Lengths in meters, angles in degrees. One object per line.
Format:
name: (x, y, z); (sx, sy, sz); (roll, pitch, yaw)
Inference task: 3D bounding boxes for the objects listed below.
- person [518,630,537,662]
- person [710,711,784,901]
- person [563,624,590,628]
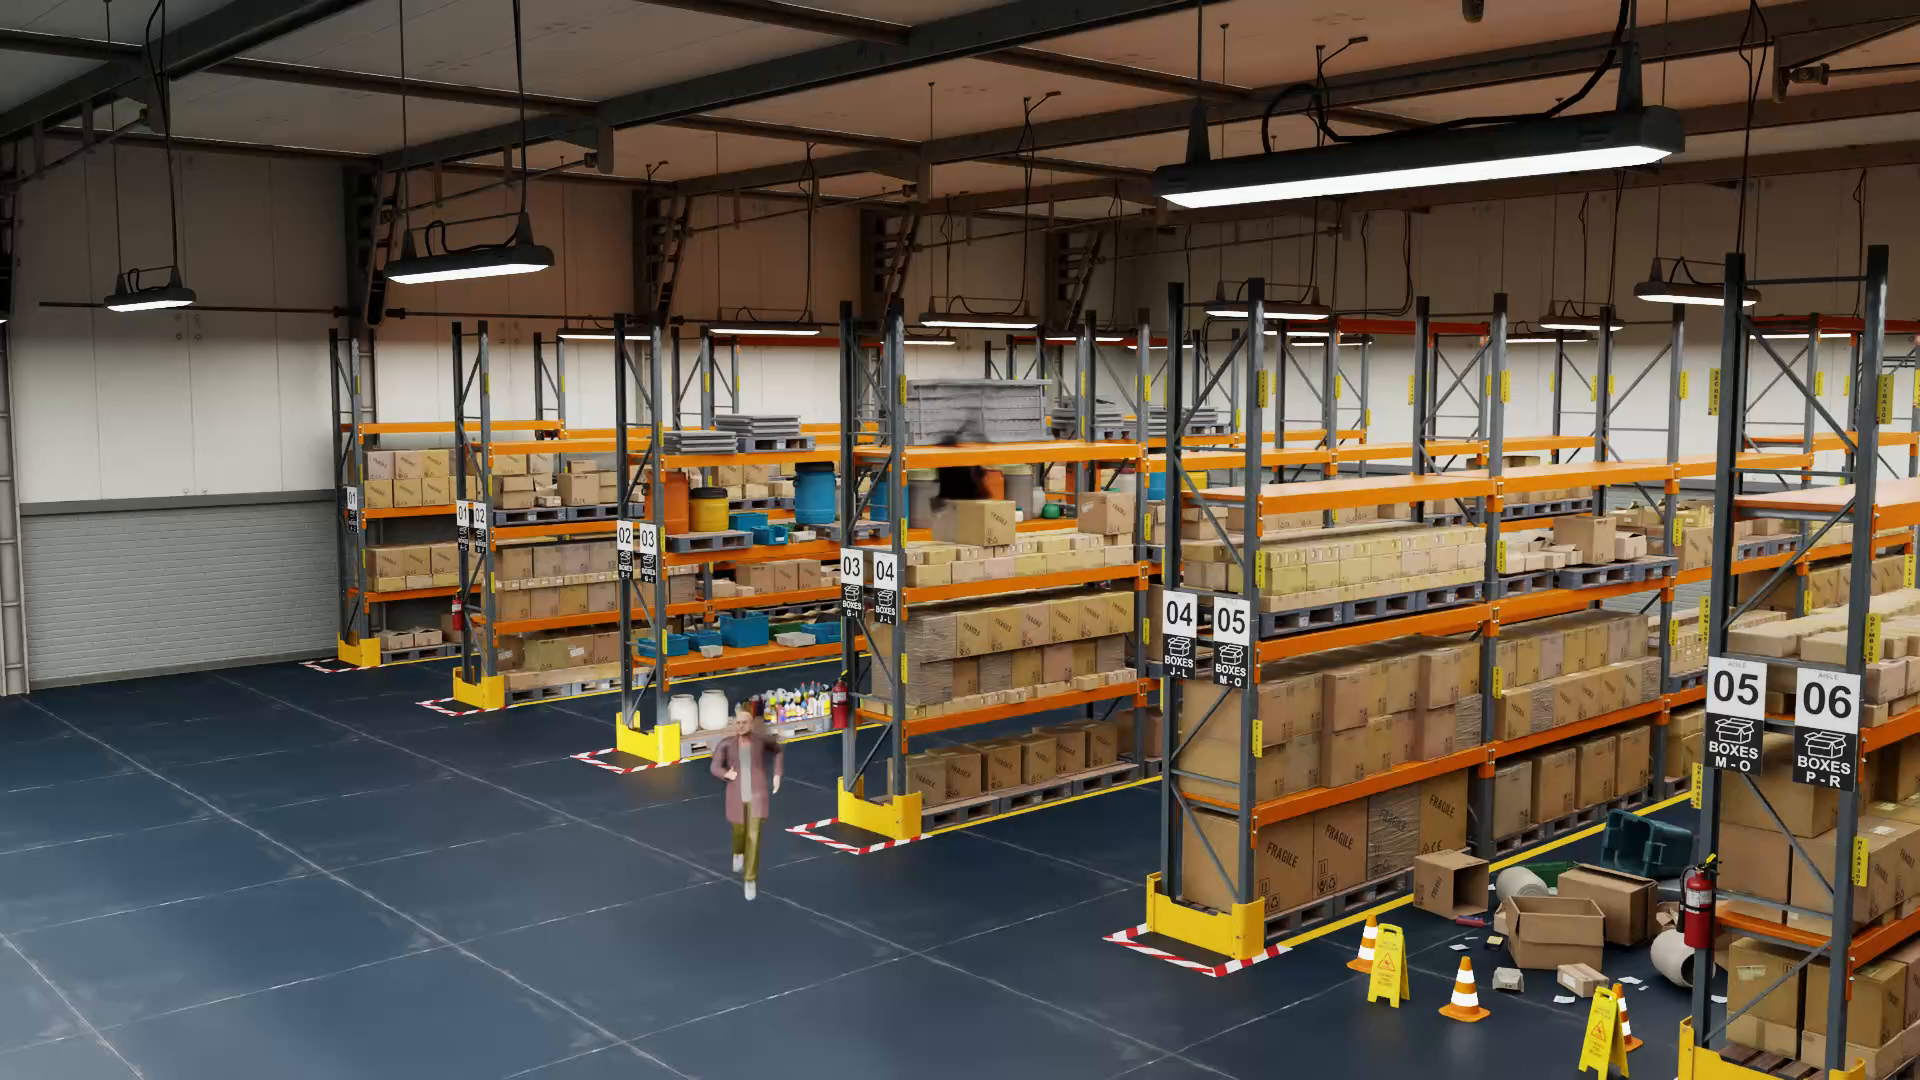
person: (-7.384, 1.489, 28.581); (0.631, 1.719, 0.943); (4, 7, 34)
person: (-2.147, 2.615, 16.838); (0.725, 1.818, 1.040); (0, 6, 0)
person: (-6.657, 1.442, 28.918); (0.714, 1.736, 0.616); (4, 7, 36)
